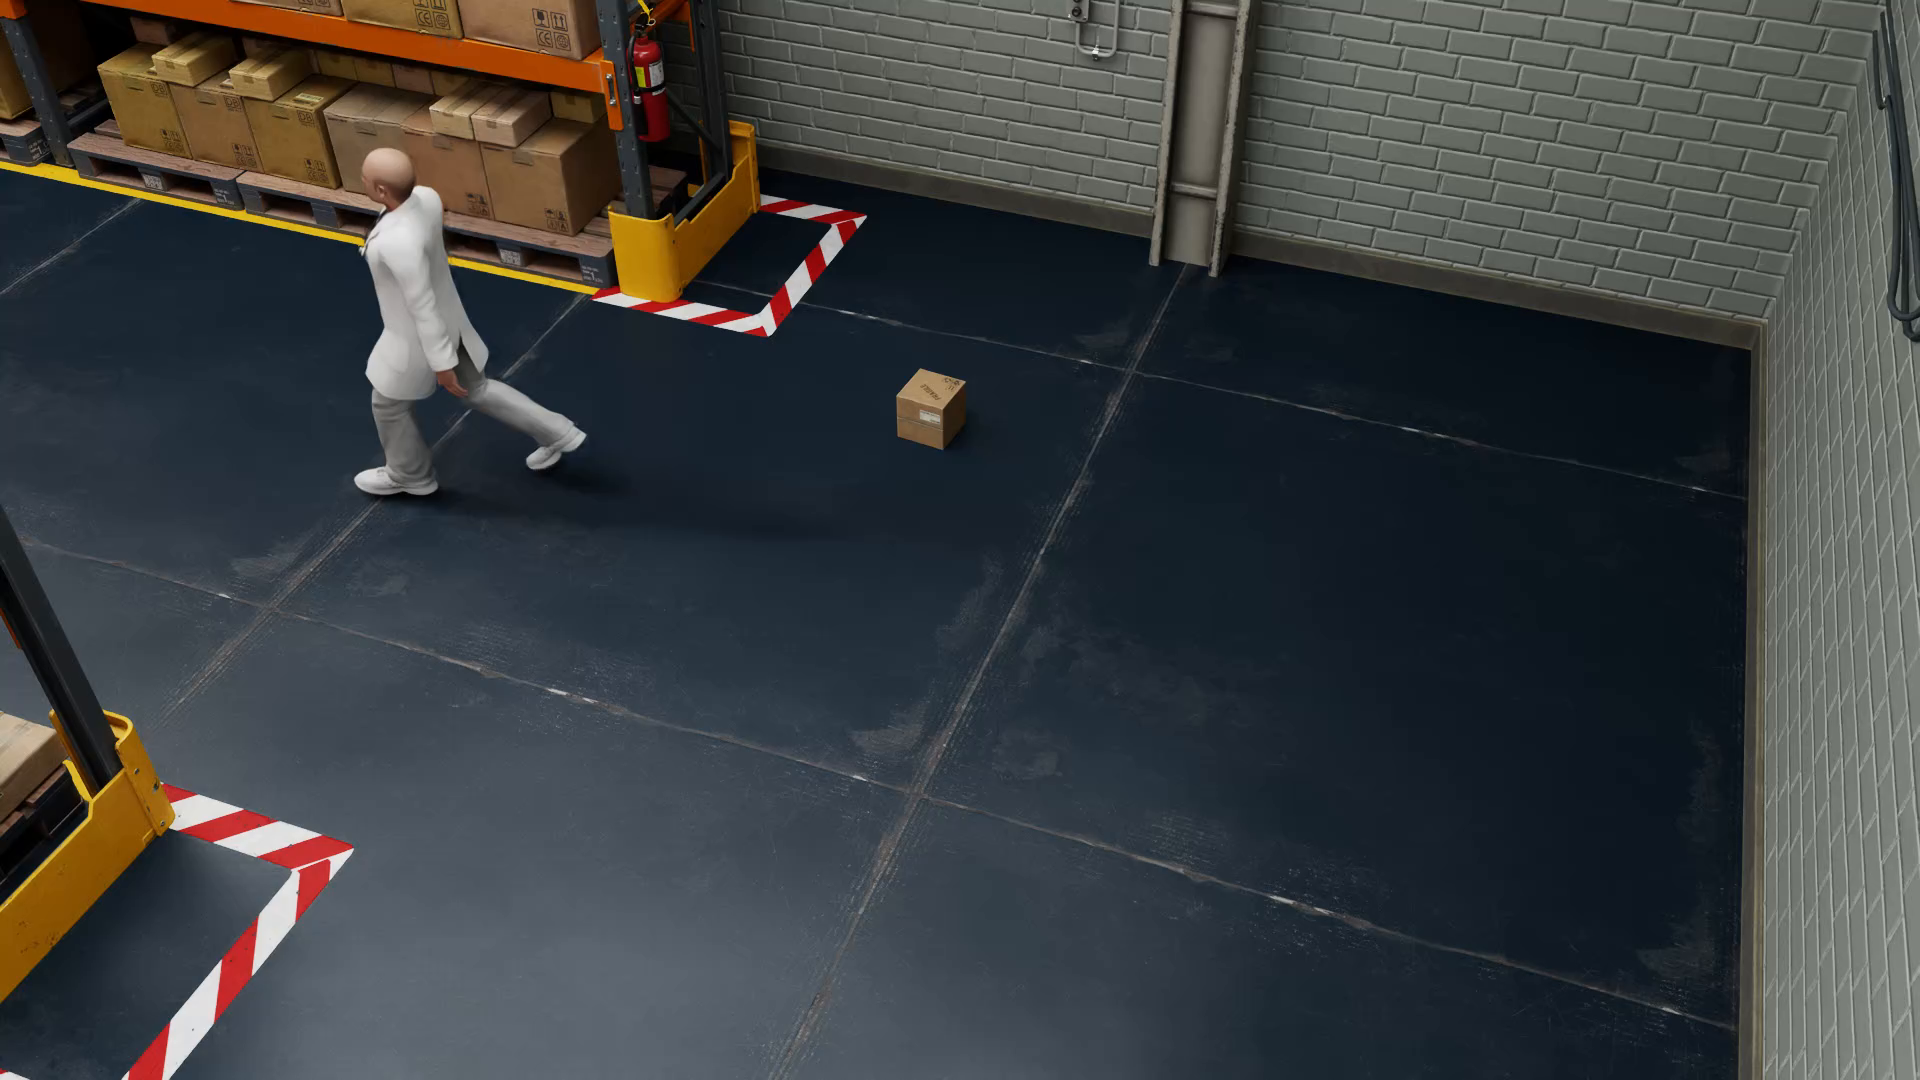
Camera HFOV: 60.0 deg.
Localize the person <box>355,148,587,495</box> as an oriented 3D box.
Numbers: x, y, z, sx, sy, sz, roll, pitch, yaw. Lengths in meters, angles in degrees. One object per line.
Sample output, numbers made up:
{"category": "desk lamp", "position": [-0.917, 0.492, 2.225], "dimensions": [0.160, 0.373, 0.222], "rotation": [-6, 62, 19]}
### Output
{"category": "person", "position": [-2.263, -0.915, 7.224], "dimensions": [1.080, 1.734, 0.620], "rotation": [3, 41, 4]}
